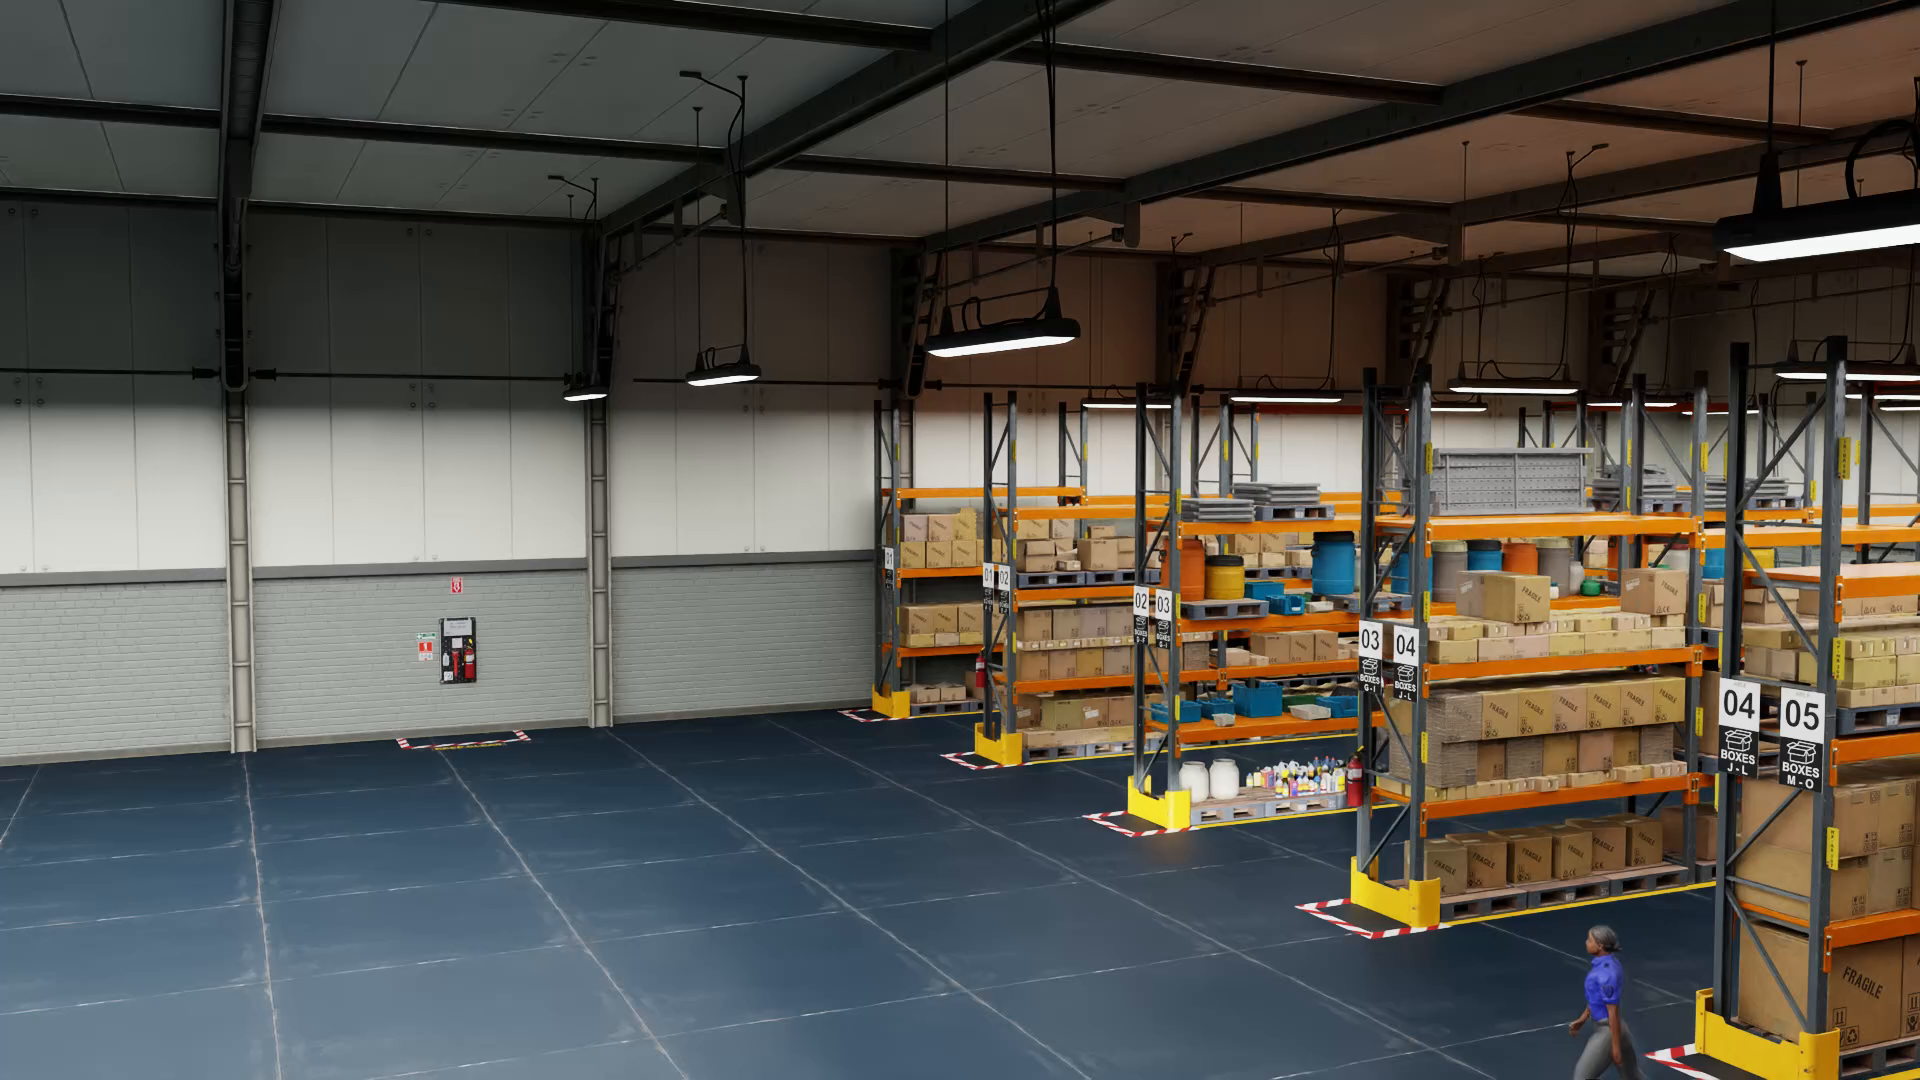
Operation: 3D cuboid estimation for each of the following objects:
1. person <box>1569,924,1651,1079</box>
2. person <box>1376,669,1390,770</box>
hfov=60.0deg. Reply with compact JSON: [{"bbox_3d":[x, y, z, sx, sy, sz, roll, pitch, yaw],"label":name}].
[{"bbox_3d":[4.763,3.622,12.290,1.078,1.585,0.526,1,3,10],"label":"person"},{"bbox_3d":[6.541,2.764,26.219,0.548,1.765,0.594,-2,4,-26],"label":"person"}]
